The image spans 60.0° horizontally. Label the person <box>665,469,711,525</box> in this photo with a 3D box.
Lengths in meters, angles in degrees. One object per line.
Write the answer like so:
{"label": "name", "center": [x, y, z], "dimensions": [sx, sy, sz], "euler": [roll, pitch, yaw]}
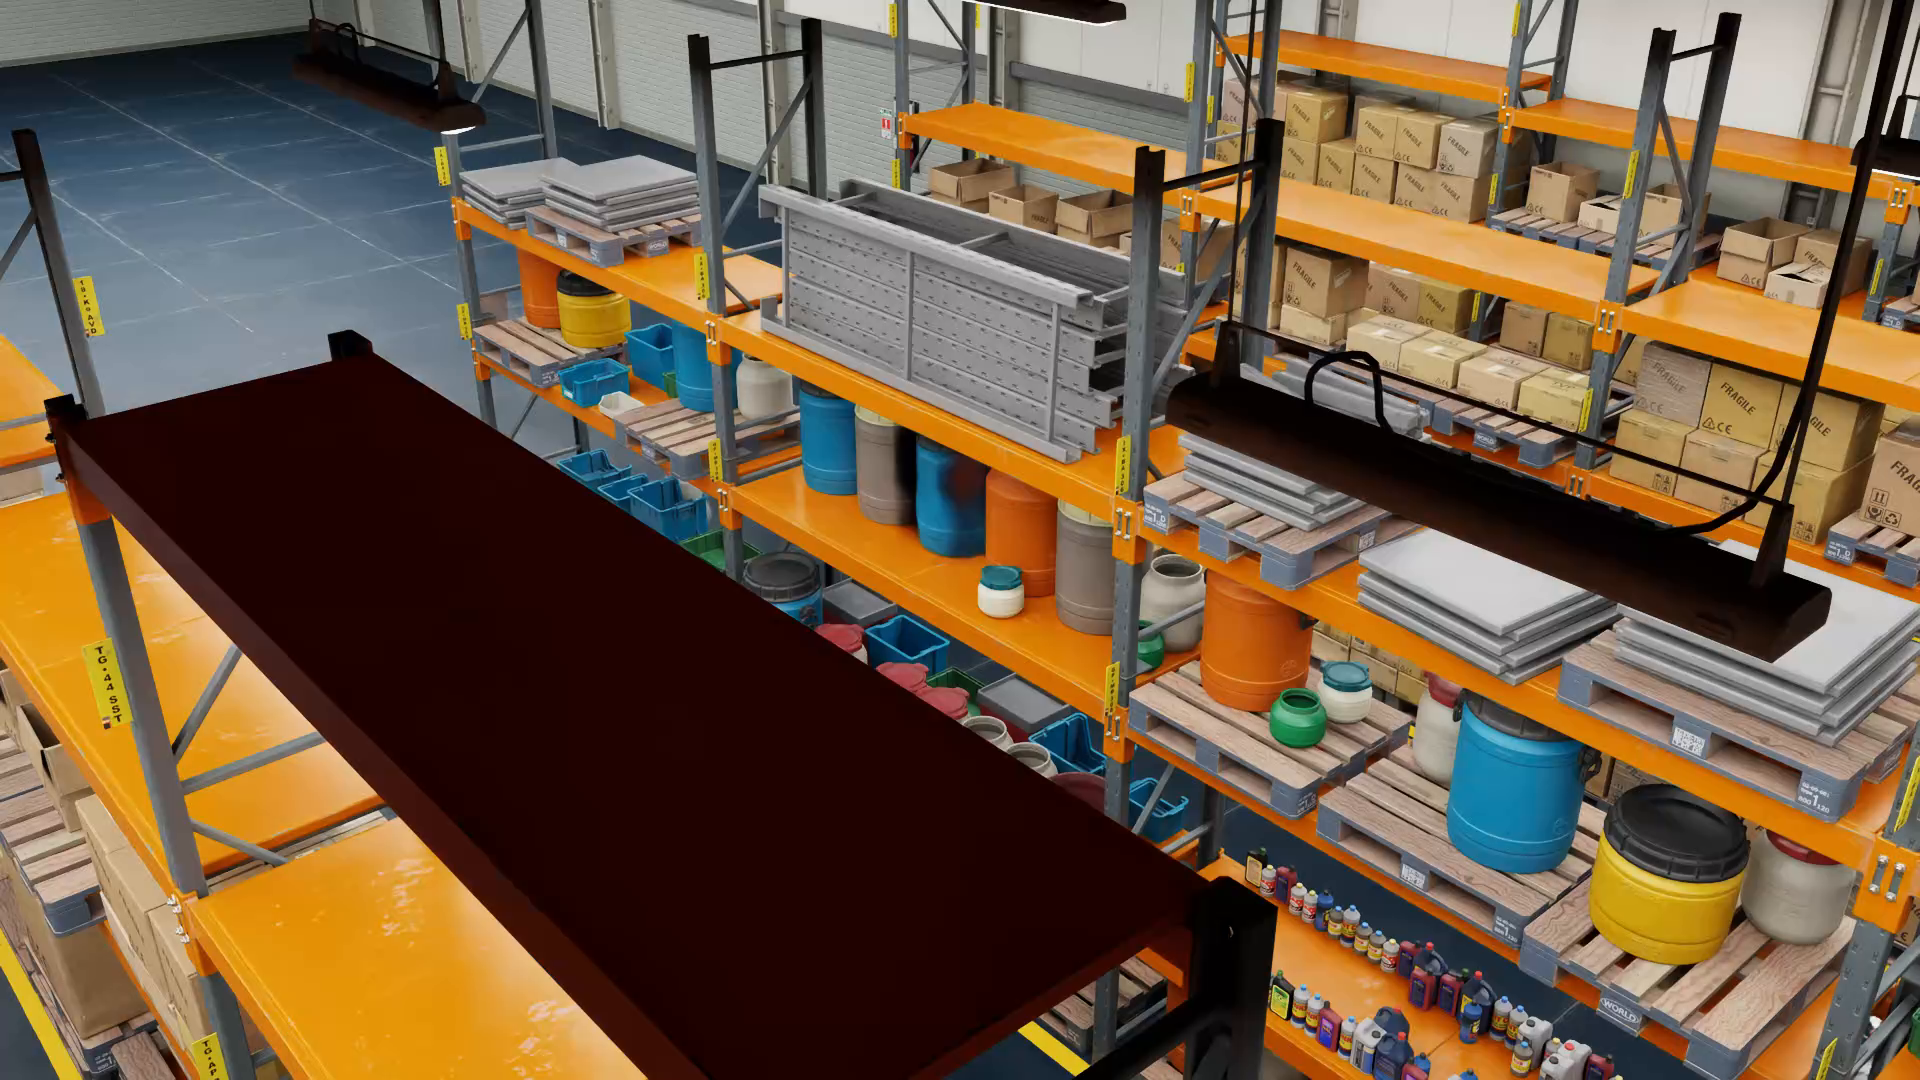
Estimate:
{"label": "person", "center": [-2.730, -0.608, 16.909], "dimensions": [0.615, 1.838, 0.575], "euler": [2, 27, 5]}

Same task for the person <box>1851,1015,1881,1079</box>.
{"label": "person", "center": [4.906, 3.251, 9.188], "dimensions": [0.655, 1.750, 0.886], "euler": [-10, 29, -18]}
